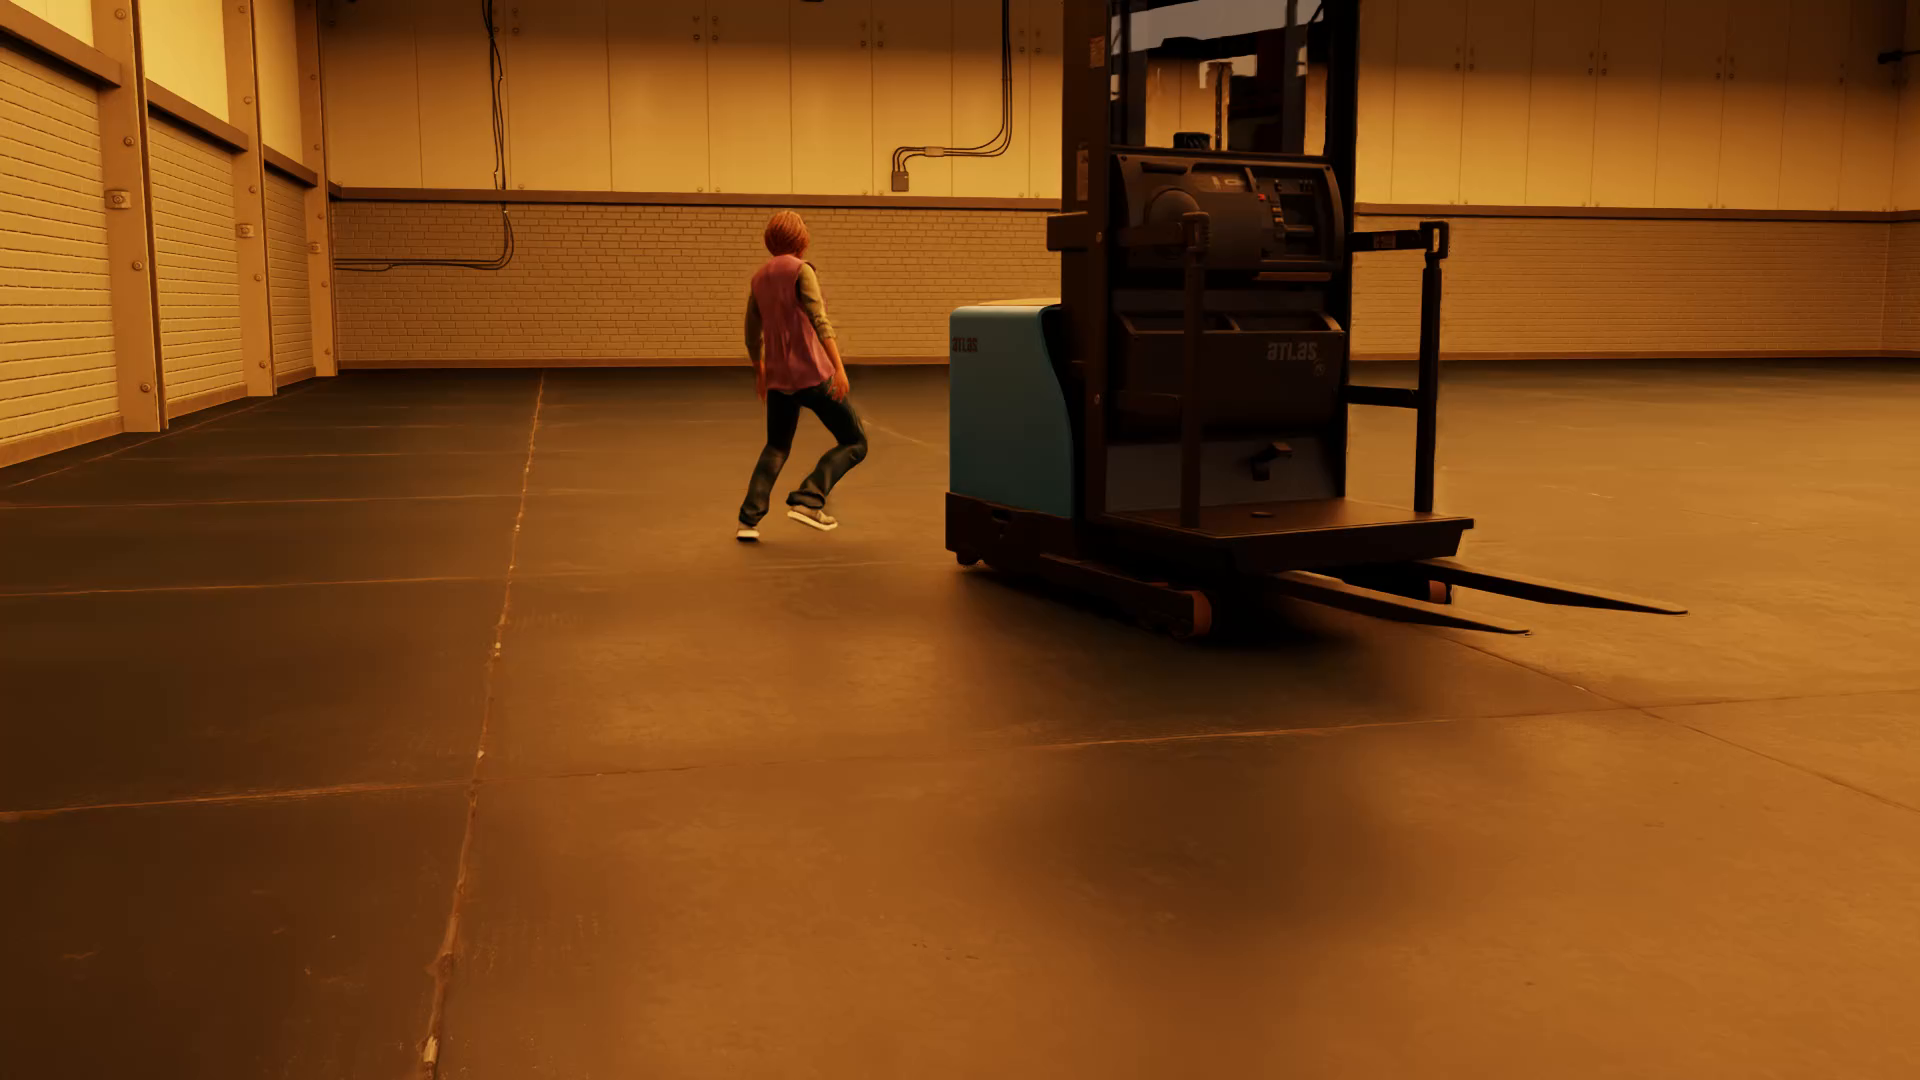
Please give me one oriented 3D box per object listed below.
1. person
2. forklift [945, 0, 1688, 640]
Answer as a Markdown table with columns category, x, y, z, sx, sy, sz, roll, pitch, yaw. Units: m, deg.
| category | x | y | z | sx | sy | sz | roll | pitch | yaw |
| --- | --- | --- | --- | --- | --- | --- | --- | --- | --- |
| person | -0.729 | -0.740 | 7.605 | 0.452 | 1.515 | 0.762 | -8 | 11 | -43 |
| forklift | 1.061 | -1.197 | 5.684 | 1.130 | 2.935 | 3.031 | -4 | 9 | -27 |
